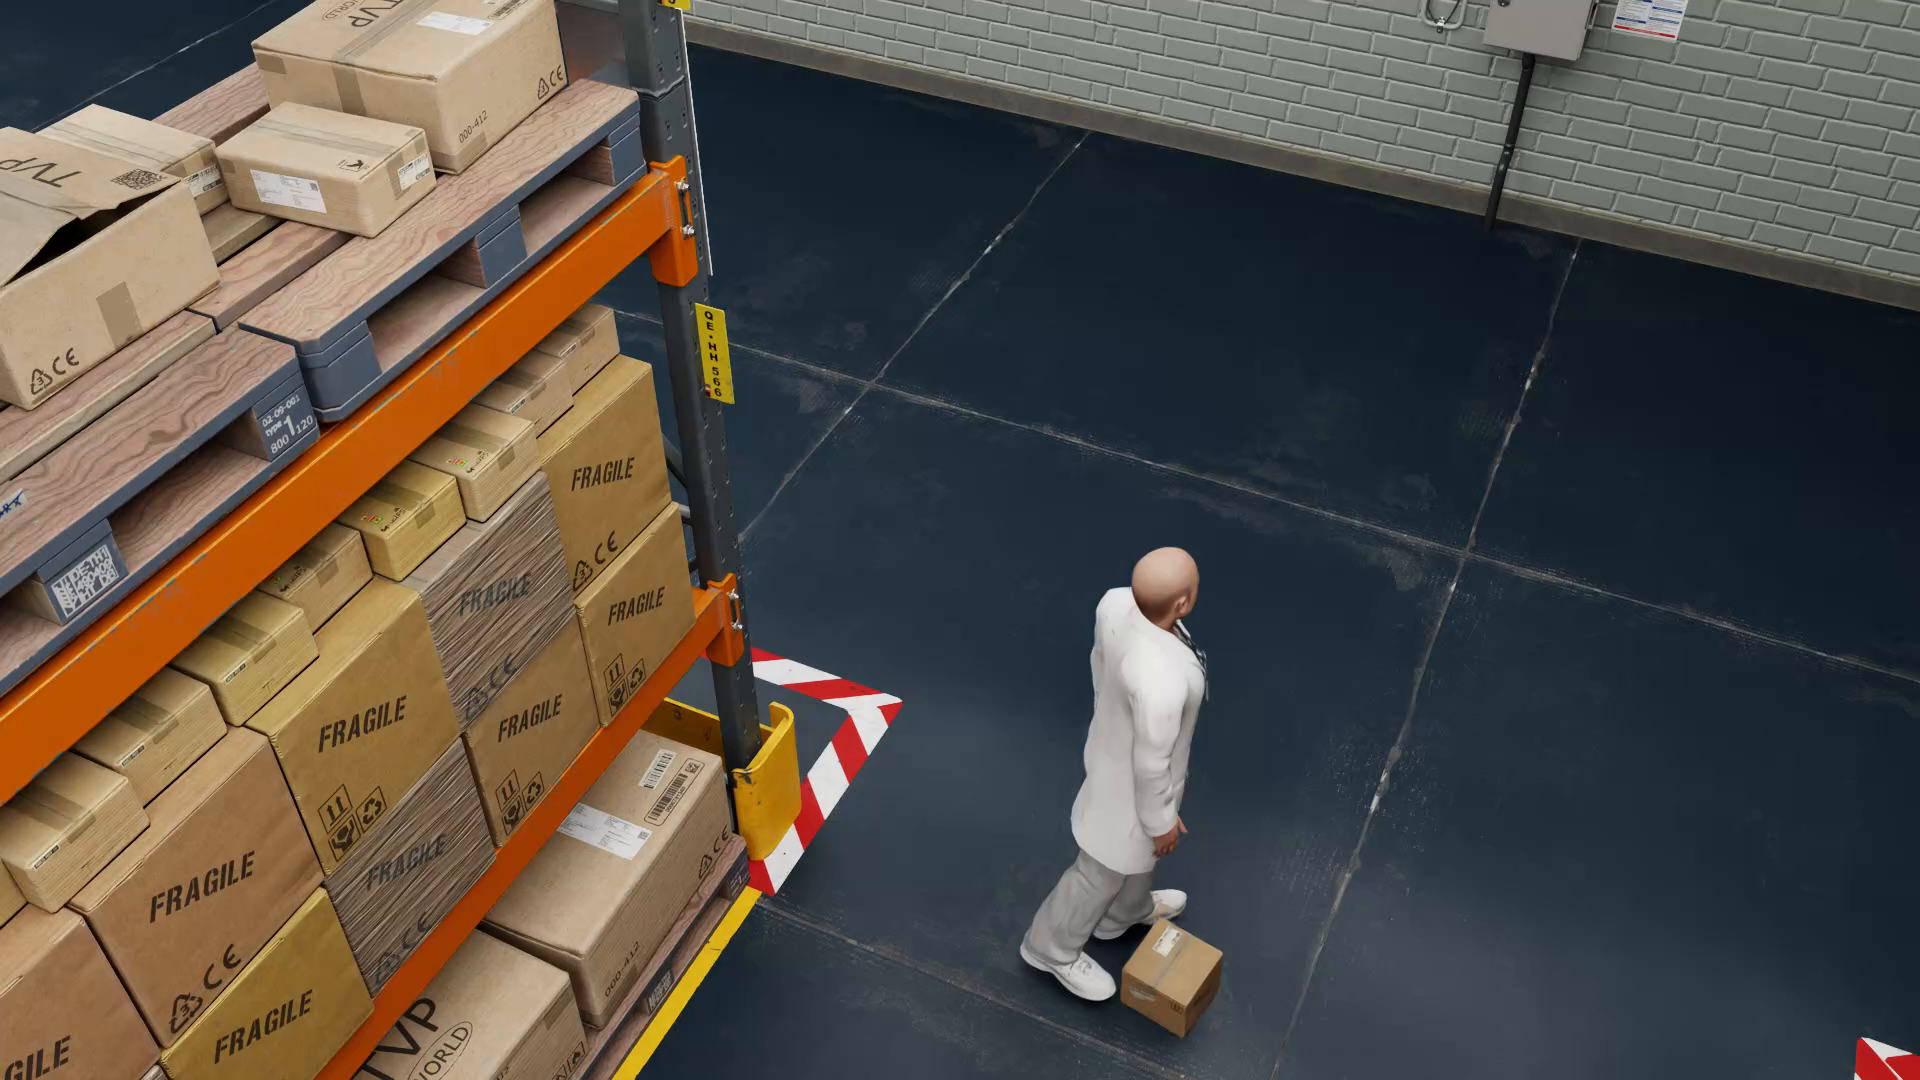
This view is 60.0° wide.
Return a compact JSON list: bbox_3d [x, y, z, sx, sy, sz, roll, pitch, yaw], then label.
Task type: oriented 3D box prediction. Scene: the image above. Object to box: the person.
[{"bbox_3d":[0.516,0.744,5.329,0.630,1.767,0.597,-5,42,-5],"label":"person"}]
